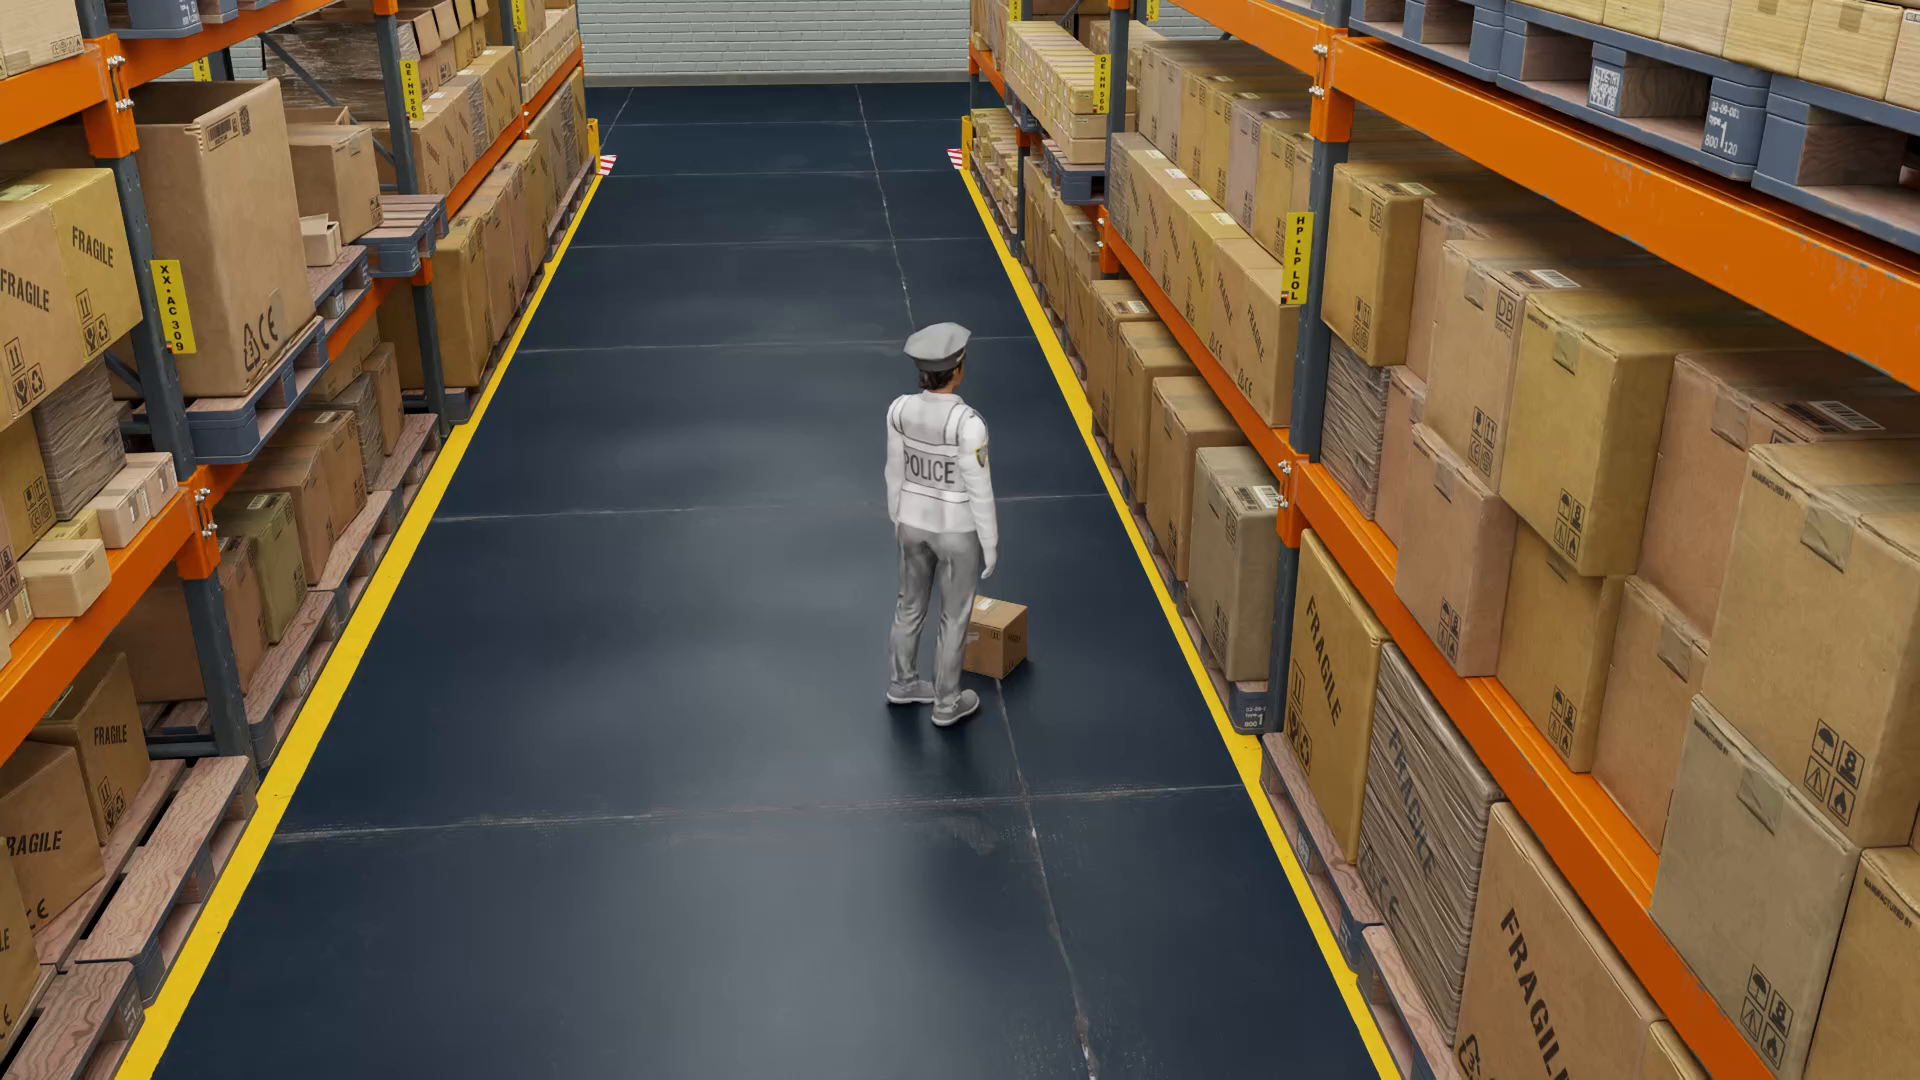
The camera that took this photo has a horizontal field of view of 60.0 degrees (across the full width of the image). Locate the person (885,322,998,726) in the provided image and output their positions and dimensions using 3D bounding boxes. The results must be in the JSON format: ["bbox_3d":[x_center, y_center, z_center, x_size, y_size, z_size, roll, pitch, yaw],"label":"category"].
[{"bbox_3d":[-0.066,-0.039,6.661,0.528,1.690,0.343,15,28,30],"label":"person"}]
